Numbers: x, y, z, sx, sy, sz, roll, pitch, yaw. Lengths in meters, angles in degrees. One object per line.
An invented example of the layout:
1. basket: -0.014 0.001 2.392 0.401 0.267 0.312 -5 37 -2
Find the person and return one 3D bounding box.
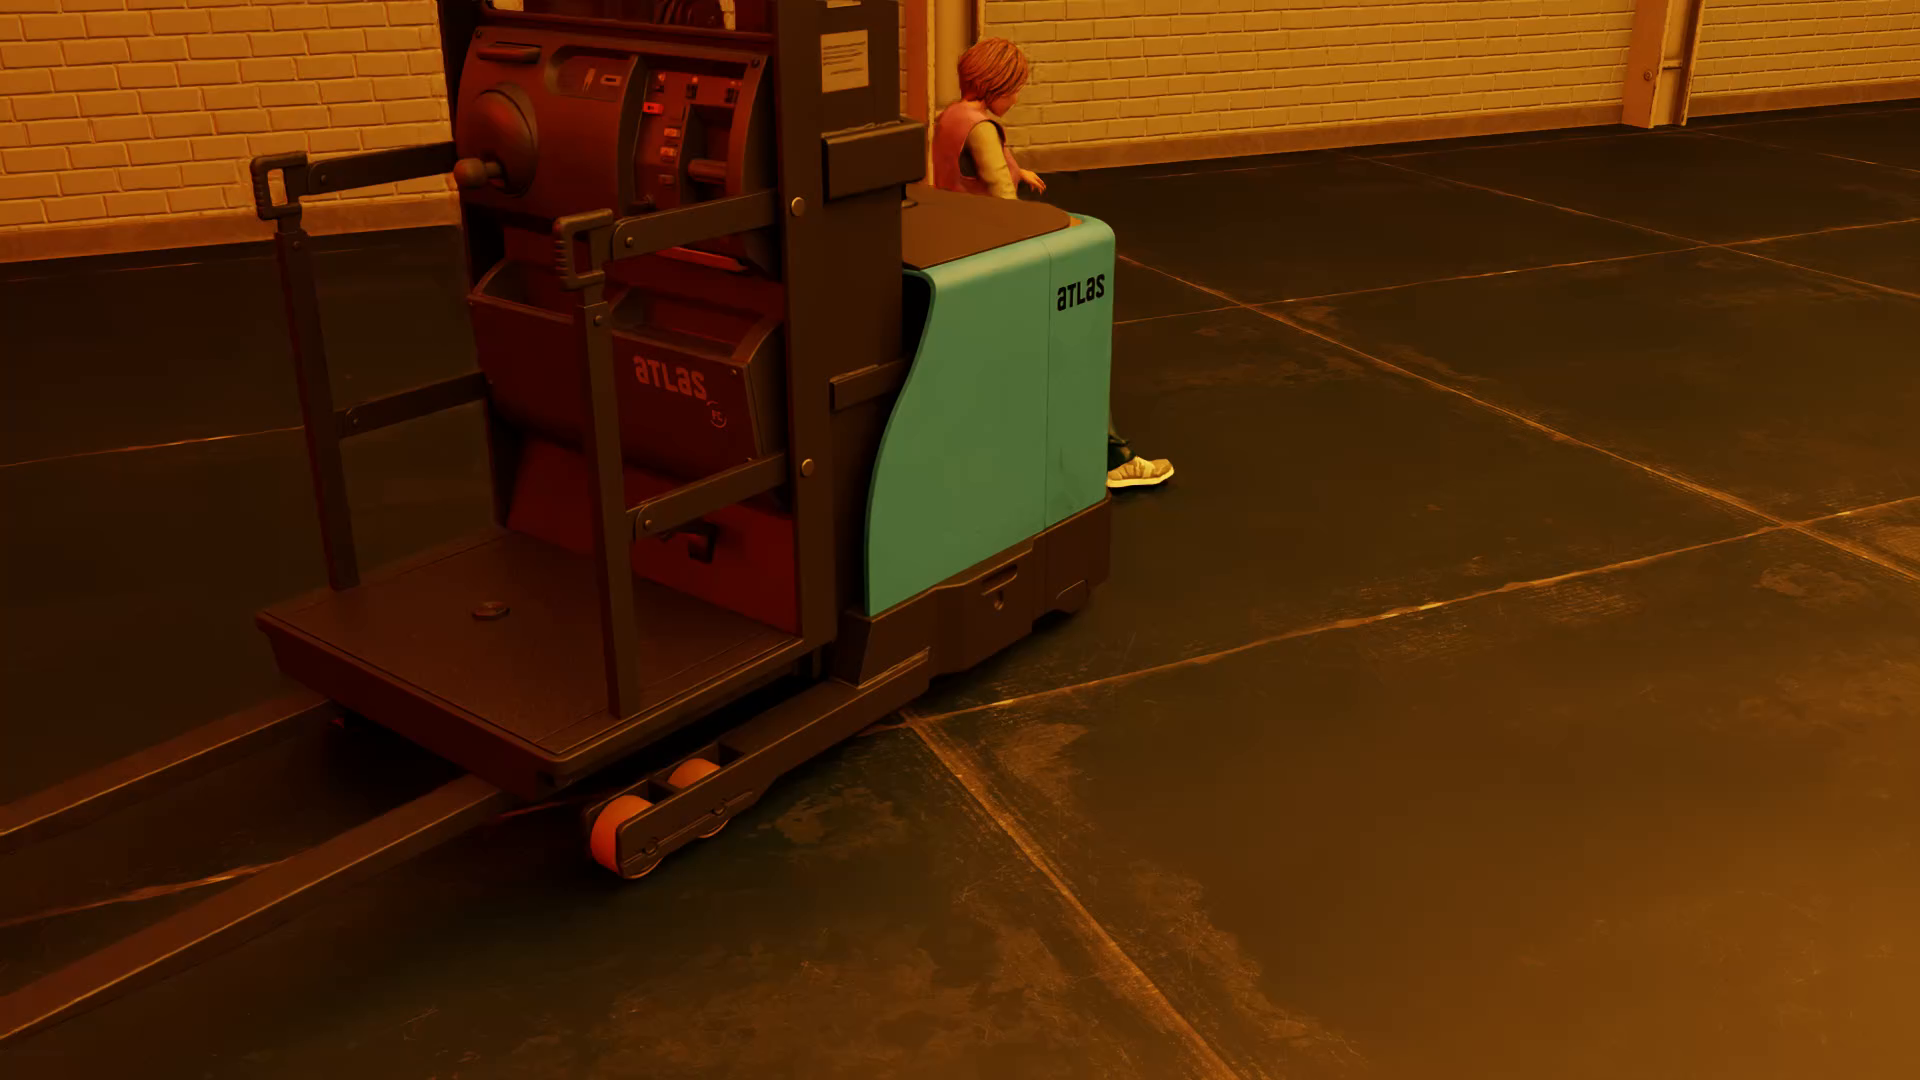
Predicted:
1. person: 0.161 -0.945 5.584 0.908 1.409 0.997 -6 23 -14

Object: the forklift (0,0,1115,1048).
1. forklift: -0.891 -0.872 3.385 1.130 2.935 3.031 17 28 35
